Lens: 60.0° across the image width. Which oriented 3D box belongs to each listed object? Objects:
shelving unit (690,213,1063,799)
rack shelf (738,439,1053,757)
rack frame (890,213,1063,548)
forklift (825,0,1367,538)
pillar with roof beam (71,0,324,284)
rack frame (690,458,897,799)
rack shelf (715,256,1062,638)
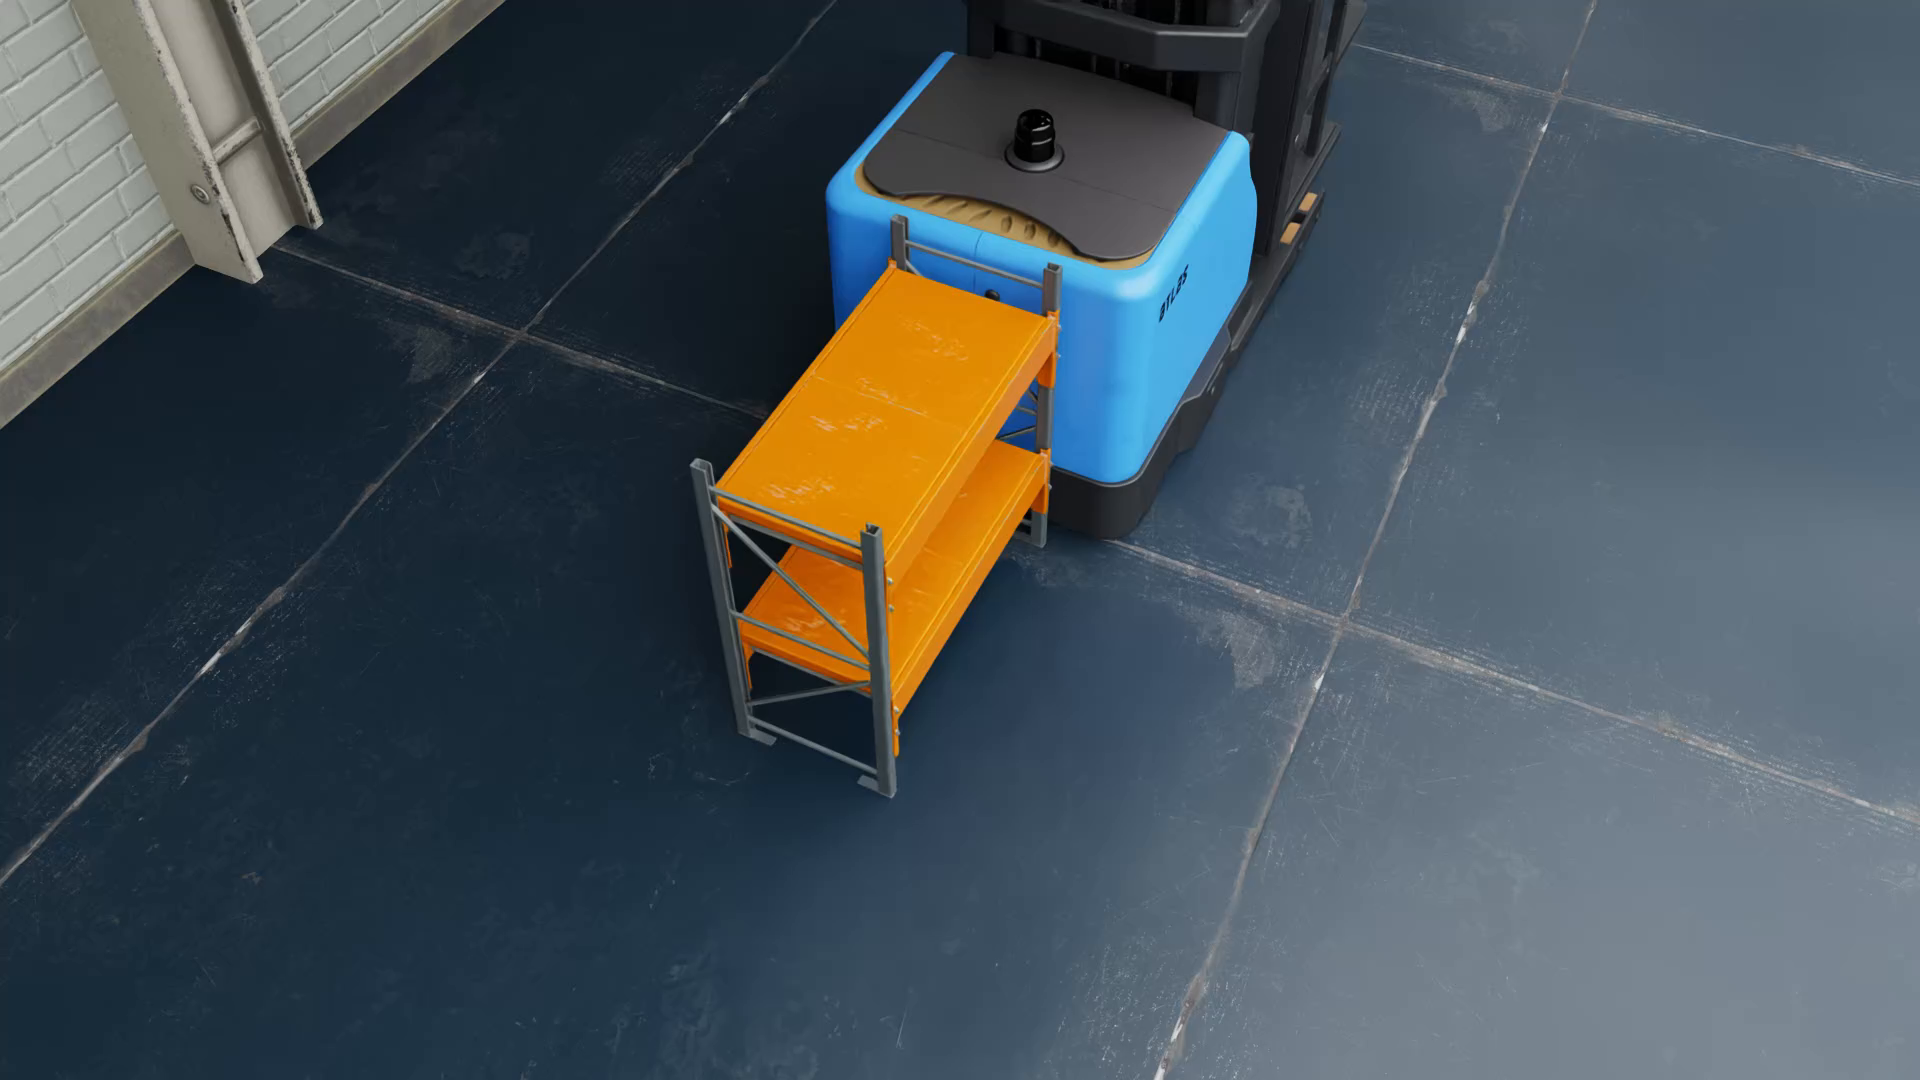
[{"bbox_3d":[-0.183,-0.084,4.583,0.538,1.125,1.048,21,53,17],"label":"shelving unit"},{"bbox_3d":[-0.183,0.074,4.769,0.538,0.278,1.000,21,53,17],"label":"rack shelf"},{"bbox_3d":[0.041,-0.432,4.879,0.500,1.125,0.032,21,53,17],"label":"rack frame"},{"bbox_3d":[0.703,-2.091,5.105,1.130,2.935,3.031,21,53,17],"label":"forklift"},{"bbox_3d":[1.273,-2.631,1.580,9.100,9.000,0.400,20,52,16],"label":"pillar with roof beam"},{"bbox_3d":[-0.407,0.263,4.288,0.500,1.125,0.032,21,53,17],"label":"rack frame"},{"bbox_3d":[-0.183,-0.274,4.360,0.538,0.278,1.000,21,53,17],"label":"rack shelf"}]
